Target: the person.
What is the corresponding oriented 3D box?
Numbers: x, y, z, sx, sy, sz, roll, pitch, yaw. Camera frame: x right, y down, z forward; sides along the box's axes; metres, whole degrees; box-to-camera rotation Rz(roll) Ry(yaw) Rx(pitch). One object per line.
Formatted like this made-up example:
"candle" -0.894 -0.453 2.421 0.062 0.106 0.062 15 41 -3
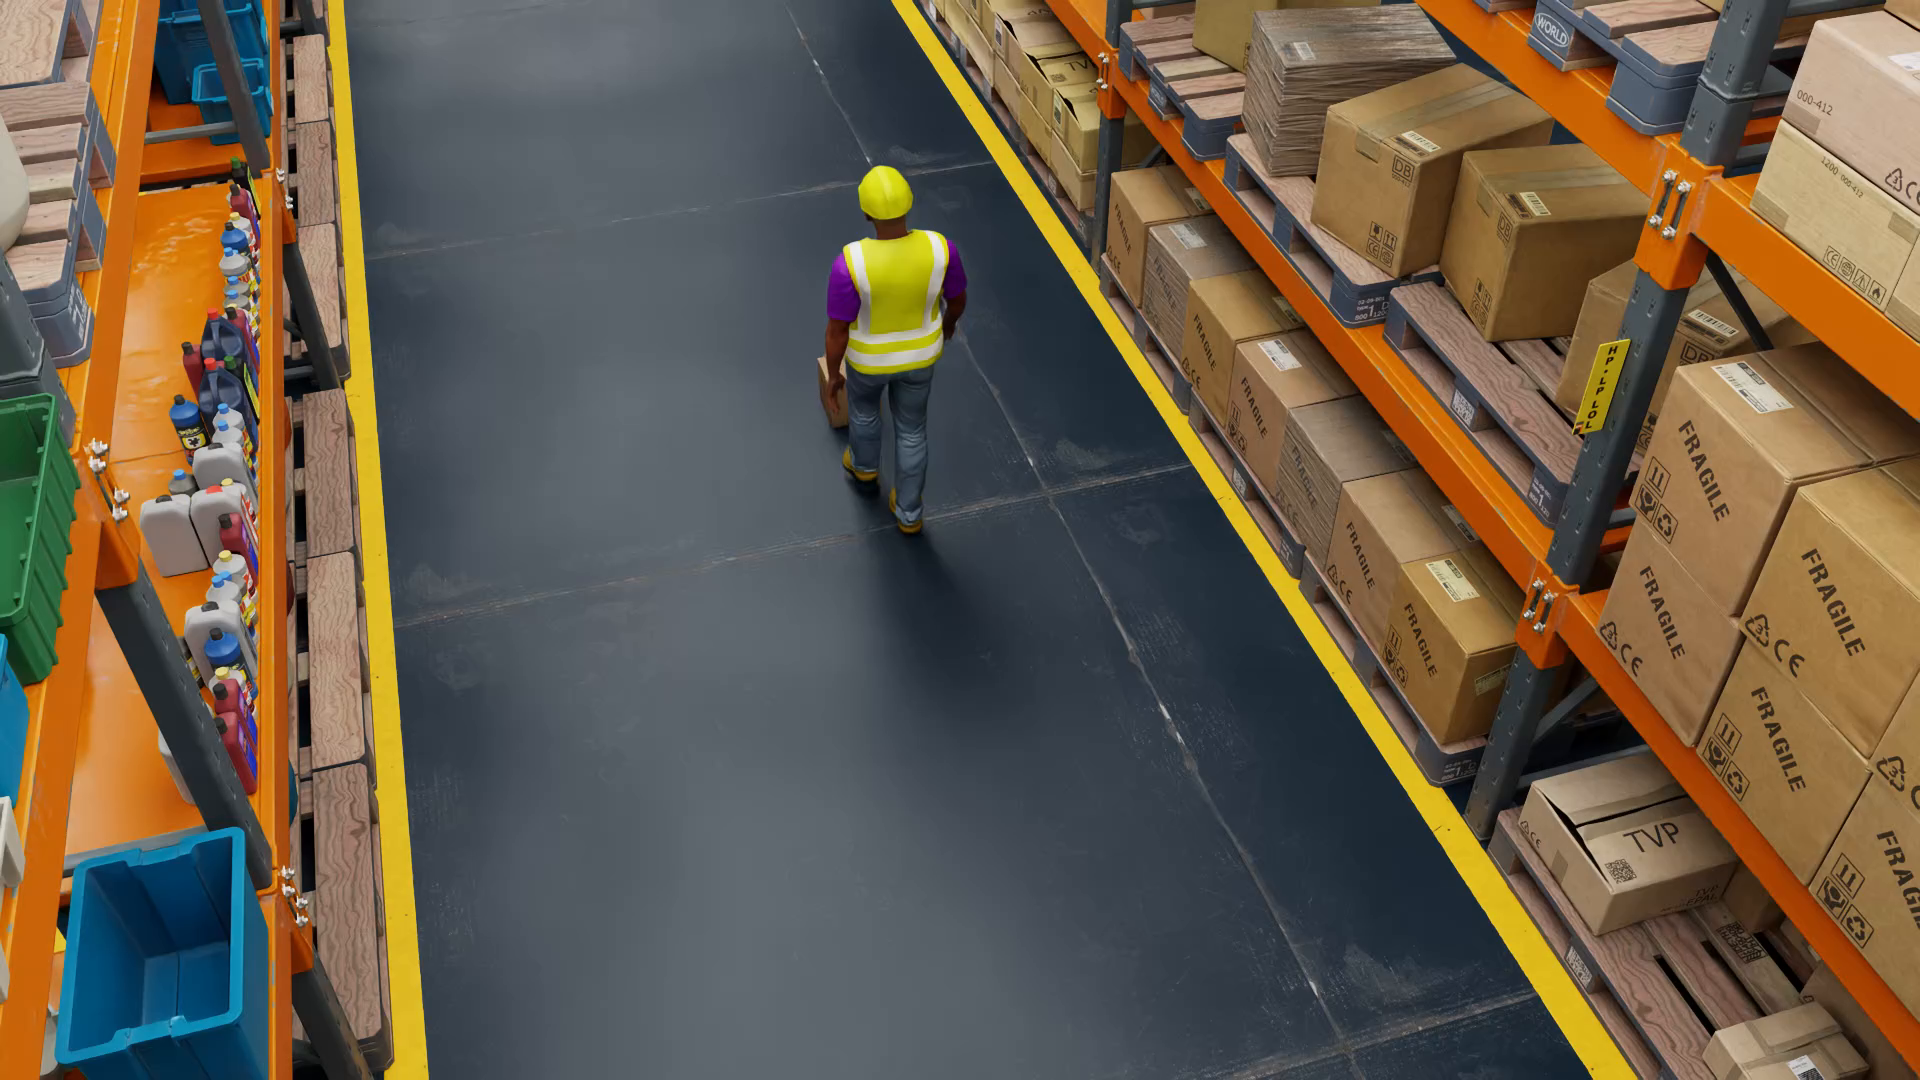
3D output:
"person" -0.296 -0.859 7.117 0.623 1.730 0.695 -7 42 -7
